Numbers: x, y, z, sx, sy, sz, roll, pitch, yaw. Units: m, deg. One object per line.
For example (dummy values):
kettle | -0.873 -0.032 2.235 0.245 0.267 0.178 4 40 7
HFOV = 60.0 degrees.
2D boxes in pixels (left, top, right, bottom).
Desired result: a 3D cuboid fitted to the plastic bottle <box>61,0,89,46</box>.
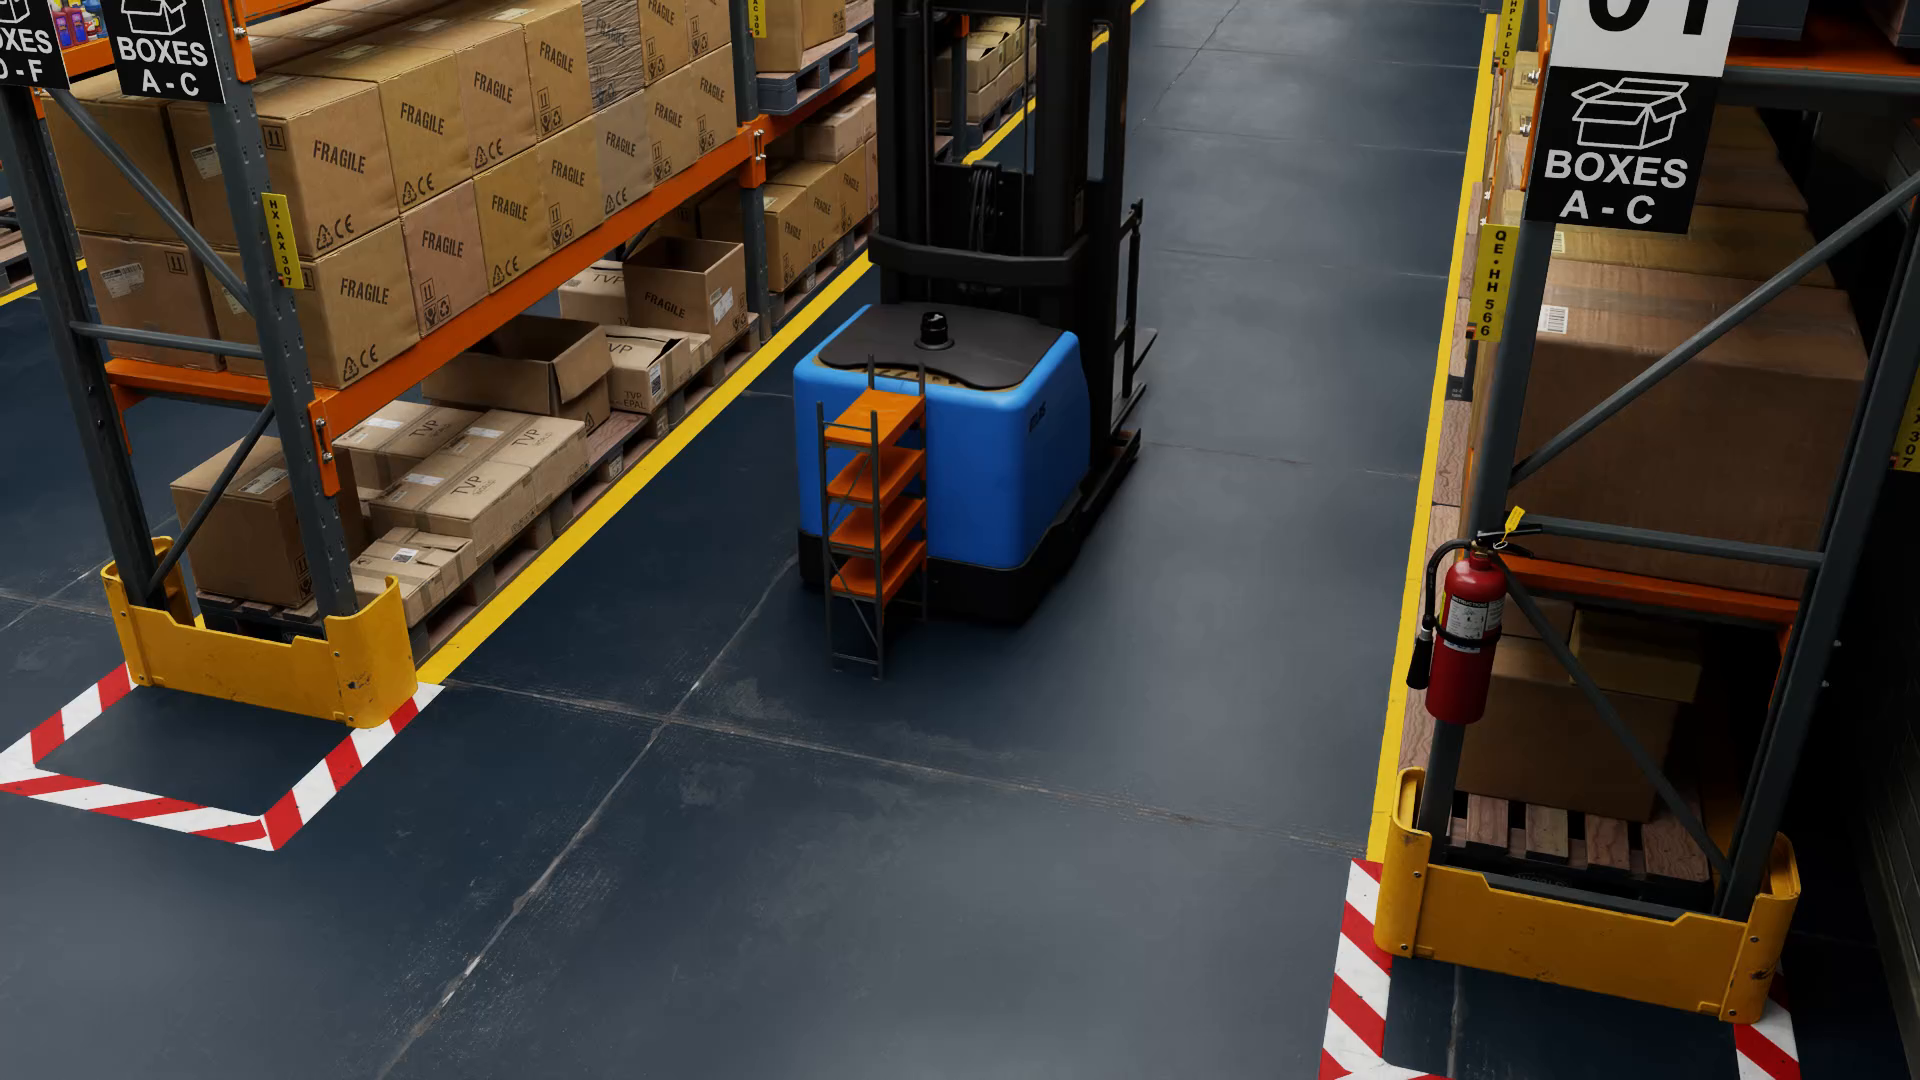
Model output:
plastic bottle | -5.796 -3.387 10.873 0.061 0.283 0.133 8 30 15

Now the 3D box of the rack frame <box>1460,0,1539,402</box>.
rack frame | 3.120 -1.853 7.995 1.000 3.000 0.127 8 30 15

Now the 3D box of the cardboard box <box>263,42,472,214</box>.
cardboard box | -2.262 -1.592 6.395 0.500 0.500 0.500 9 30 15

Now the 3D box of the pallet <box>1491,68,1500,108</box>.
pallet | 5.242 -3.990 14.705 1.003 0.211 1.213 8 30 15

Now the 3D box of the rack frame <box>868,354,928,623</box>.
rack frame | -0.252 -0.194 6.865 0.240 1.200 0.015 10 31 18

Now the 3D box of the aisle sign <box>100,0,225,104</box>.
aisle sign | -2.529 -1.761 5.157 0.394 0.787 0.004 8 30 15

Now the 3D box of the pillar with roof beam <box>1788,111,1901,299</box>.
pillar with roof beam | -0.373 -4.640 6.834 9.100 9.000 0.400 8 30 15

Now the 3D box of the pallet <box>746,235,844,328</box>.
pallet | -1.413 -1.723 10.630 1.003 0.211 1.213 8 30 15

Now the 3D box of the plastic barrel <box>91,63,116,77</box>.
plastic barrel | -5.966 -3.112 11.986 0.600 0.901 0.708 8 30 15

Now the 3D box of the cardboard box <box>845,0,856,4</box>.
cardboard box | -0.970 -3.938 11.208 0.700 0.500 0.500 14 32 24

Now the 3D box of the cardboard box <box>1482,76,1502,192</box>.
cardboard box | 3.953 -2.633 11.176 0.750 0.750 0.750 8 30 14

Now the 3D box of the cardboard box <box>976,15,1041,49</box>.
cardboard box | 0.441 -4.566 14.692 0.500 0.311 0.500 8 30 14

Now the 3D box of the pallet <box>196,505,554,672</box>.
pallet | -2.535 0.114 7.329 1.003 0.211 1.213 8 30 15

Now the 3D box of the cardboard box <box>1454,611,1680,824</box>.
cardboard box | 2.056 0.575 5.770 0.700 0.500 0.500 8 30 15

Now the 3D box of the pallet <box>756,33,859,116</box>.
pallet | -1.277 -2.830 9.949 1.003 0.211 1.213 8 30 15

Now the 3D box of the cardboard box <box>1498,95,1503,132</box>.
cardboard box | 3.141 -2.315 9.064 0.380 0.149 0.250 9 30 15

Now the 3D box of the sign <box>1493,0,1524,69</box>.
sign | 2.599 -2.397 7.864 0.100 0.325 0.005 8 30 15

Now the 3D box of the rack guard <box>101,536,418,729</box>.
rack guard | -2.768 0.358 6.592 1.175 0.500 0.348 8 30 15

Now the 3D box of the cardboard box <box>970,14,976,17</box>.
cardboard box | -0.077 -4.632 14.810 0.500 0.311 0.500 9 30 16

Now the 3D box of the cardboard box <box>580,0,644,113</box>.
cardboard box | -1.813 -2.294 7.657 0.500 0.500 0.500 9 30 15

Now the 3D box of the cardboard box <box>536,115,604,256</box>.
cardboard box | -1.963 -1.617 7.468 0.500 0.500 0.500 9 30 16

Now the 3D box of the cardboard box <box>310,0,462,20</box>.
cardboard box | -2.476 -2.141 7.382 0.500 0.500 0.500 9 30 16

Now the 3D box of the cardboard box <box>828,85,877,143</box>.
cardboard box | -0.801 -2.873 11.177 0.500 0.250 0.500 8 30 14

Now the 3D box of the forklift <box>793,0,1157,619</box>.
forklift | 0.278 -1.648 7.698 1.130 2.935 3.031 10 31 18

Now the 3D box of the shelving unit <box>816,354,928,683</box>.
shelving unit | -0.337 -0.083 6.665 0.258 1.200 0.503 10 31 18

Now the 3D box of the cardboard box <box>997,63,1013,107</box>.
cardboard box | 0.139 -3.834 13.953 0.500 0.250 0.500 8 30 13

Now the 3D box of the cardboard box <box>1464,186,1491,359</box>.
cardboard box | 3.187 -1.418 8.992 0.750 0.750 0.750 9 30 15

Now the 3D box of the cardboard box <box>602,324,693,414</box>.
cardboard box | -1.732 -0.921 8.634 0.500 0.311 0.500 8 30 15

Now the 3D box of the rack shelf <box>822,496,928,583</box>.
rack shelf | -0.337 -0.024 6.697 0.258 0.148 0.480 10 31 18

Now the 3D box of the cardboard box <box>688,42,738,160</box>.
cardboard box | -1.518 -2.333 8.755 0.500 0.500 0.500 9 30 16

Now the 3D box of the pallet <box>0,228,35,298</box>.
pallet | -6.529 -1.701 10.590 1.003 0.211 1.213 8 30 15

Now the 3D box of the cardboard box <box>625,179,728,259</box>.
cardboard box | -1.745 -1.928 10.249 0.500 0.500 0.500 8 30 15

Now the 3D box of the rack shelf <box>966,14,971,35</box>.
rack shelf | 0.145 -5.032 14.450 1.077 0.370 4.000 8 30 15

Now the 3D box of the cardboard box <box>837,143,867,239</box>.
cardboard box | -0.941 -2.329 10.969 0.500 0.500 0.500 9 30 15

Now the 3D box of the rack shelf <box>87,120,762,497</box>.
rack shelf | -2.203 -1.314 7.767 1.077 0.370 4.000 8 30 15

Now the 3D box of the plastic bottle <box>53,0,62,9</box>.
plastic bottle | -6.255 -3.698 11.363 0.144 0.351 0.185 8 30 15

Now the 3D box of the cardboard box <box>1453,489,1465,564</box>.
cardboard box | 2.500 -0.140 7.055 0.700 0.500 0.500 9 30 16

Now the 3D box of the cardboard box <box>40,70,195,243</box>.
cardboard box | -2.922 -1.426 6.096 0.500 0.500 0.500 8 30 14

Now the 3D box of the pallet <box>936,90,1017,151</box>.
pallet | -0.163 -3.575 13.960 1.003 0.211 1.213 8 30 15

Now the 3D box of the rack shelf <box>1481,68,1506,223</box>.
rack shelf | 3.708 -2.468 9.841 1.077 0.370 4.000 8 30 15

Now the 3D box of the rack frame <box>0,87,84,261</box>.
rack frame | -6.350 -3.266 10.536 1.000 3.000 0.127 8 30 15

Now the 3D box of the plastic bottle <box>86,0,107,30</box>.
plastic bottle | -5.743 -3.543 11.161 0.152 0.276 0.135 8 30 15

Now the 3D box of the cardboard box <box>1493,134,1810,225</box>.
cardboard box | 2.522 -1.056 6.254 0.980 0.700 0.700 7 30 12

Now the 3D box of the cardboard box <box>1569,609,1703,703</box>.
cardboard box | 2.211 0.379 5.456 0.380 0.149 0.250 9 30 15

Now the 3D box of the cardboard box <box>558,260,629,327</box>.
cardboard box | -1.946 -1.411 9.514 0.500 0.311 0.500 8 30 15

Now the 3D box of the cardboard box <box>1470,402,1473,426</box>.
cardboard box | 2.375 -0.519 7.069 0.380 0.149 0.250 8 30 13

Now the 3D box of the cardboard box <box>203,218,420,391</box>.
cardboard box | -2.408 -0.911 6.200 0.500 0.500 0.500 9 30 16

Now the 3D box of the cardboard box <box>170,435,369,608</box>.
cardboard box | -2.866 -0.087 6.939 0.500 0.500 0.500 8 30 15

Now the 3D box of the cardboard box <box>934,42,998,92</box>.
cardboard box | -0.008 -3.845 13.396 0.500 0.311 0.500 10 30 17

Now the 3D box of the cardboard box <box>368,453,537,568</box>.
cardboard box | -2.213 -0.134 7.282 0.500 0.250 0.500 8 30 15

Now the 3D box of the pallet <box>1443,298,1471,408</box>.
pallet | 3.275 -1.004 9.337 1.003 0.211 1.213 8 30 15

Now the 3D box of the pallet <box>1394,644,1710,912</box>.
pallet | 2.106 0.842 6.019 1.003 0.211 1.213 8 30 15

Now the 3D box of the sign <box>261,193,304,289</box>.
sign | -2.271 -1.000 5.572 0.100 0.325 0.005 8 30 15
